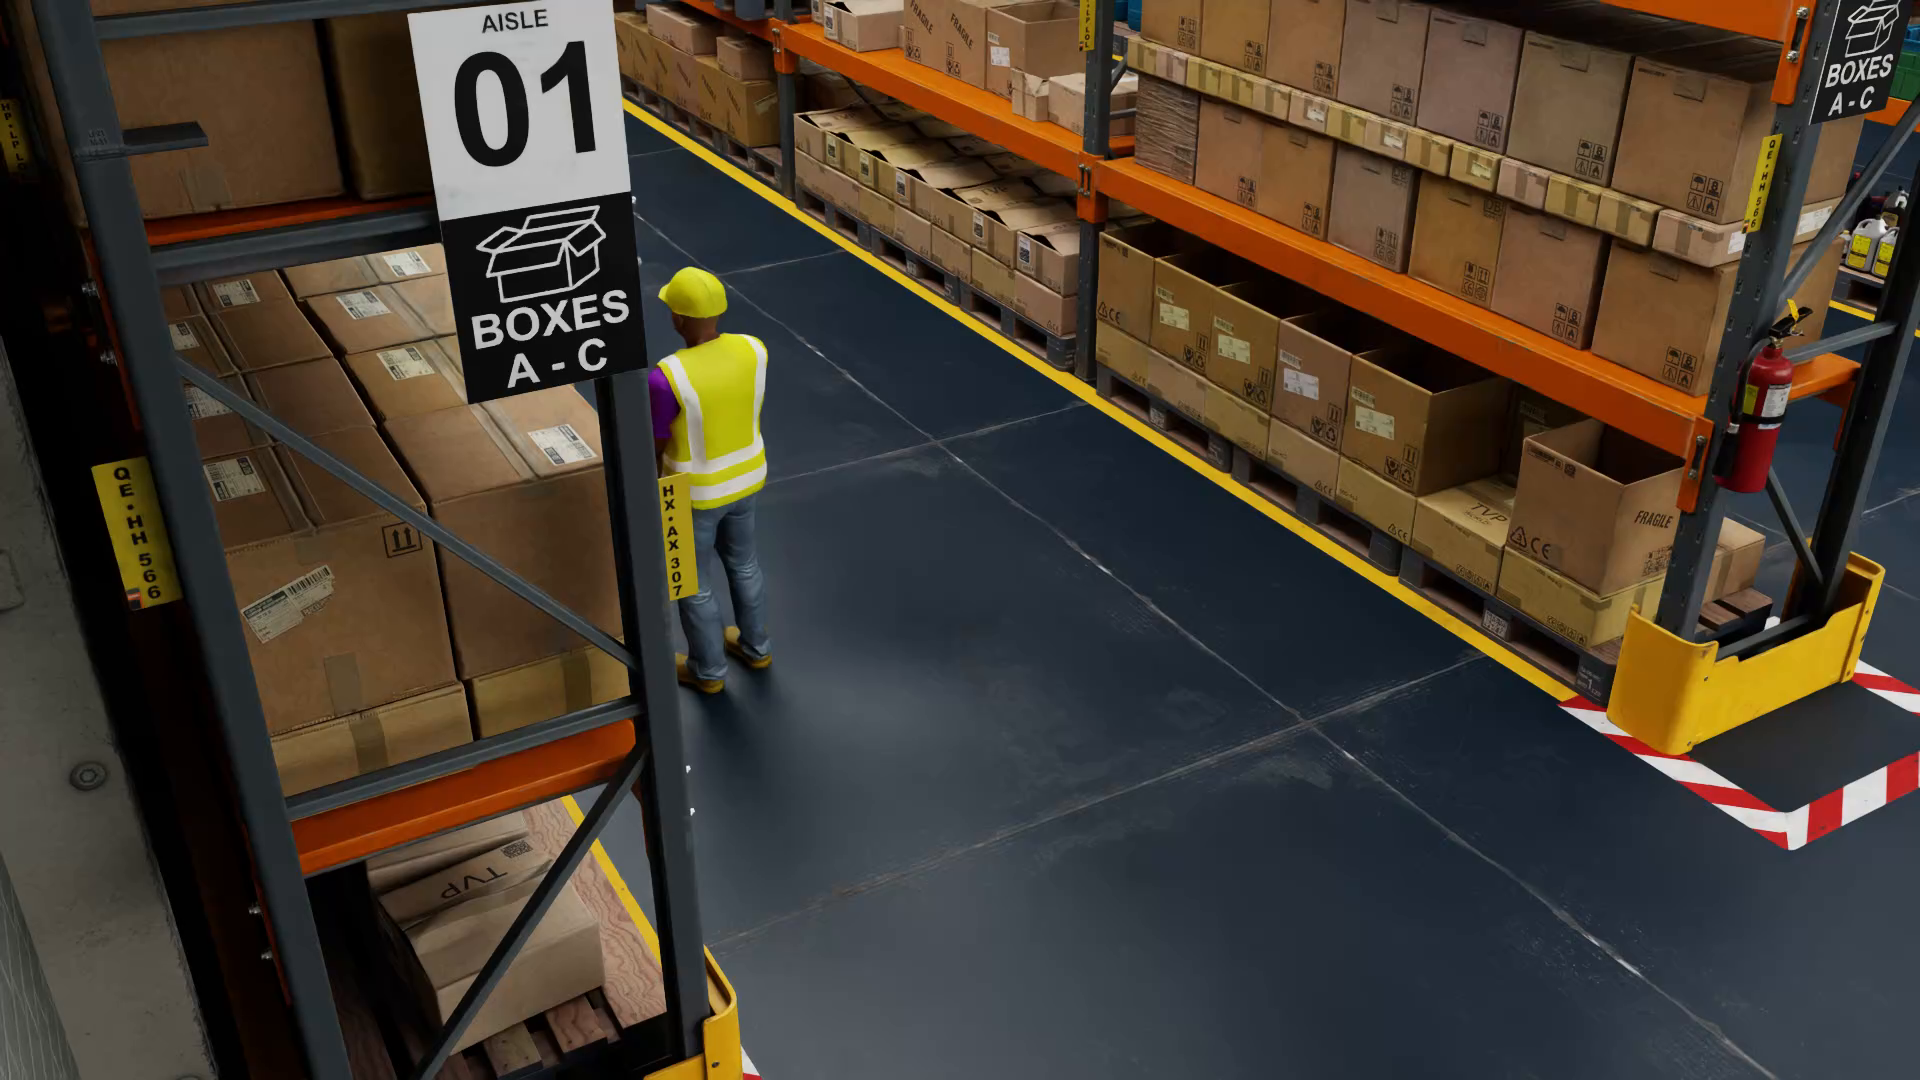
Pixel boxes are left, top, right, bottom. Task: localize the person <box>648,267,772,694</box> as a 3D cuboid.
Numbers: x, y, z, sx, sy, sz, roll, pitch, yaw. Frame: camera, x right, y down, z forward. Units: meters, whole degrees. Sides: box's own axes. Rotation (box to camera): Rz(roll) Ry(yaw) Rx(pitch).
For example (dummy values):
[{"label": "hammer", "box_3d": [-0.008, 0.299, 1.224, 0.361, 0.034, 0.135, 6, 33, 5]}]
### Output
[{"label": "person", "box_3d": [-1.031, -0.247, 6.547, 0.548, 1.770, 0.541, -25, 37, -37]}]
